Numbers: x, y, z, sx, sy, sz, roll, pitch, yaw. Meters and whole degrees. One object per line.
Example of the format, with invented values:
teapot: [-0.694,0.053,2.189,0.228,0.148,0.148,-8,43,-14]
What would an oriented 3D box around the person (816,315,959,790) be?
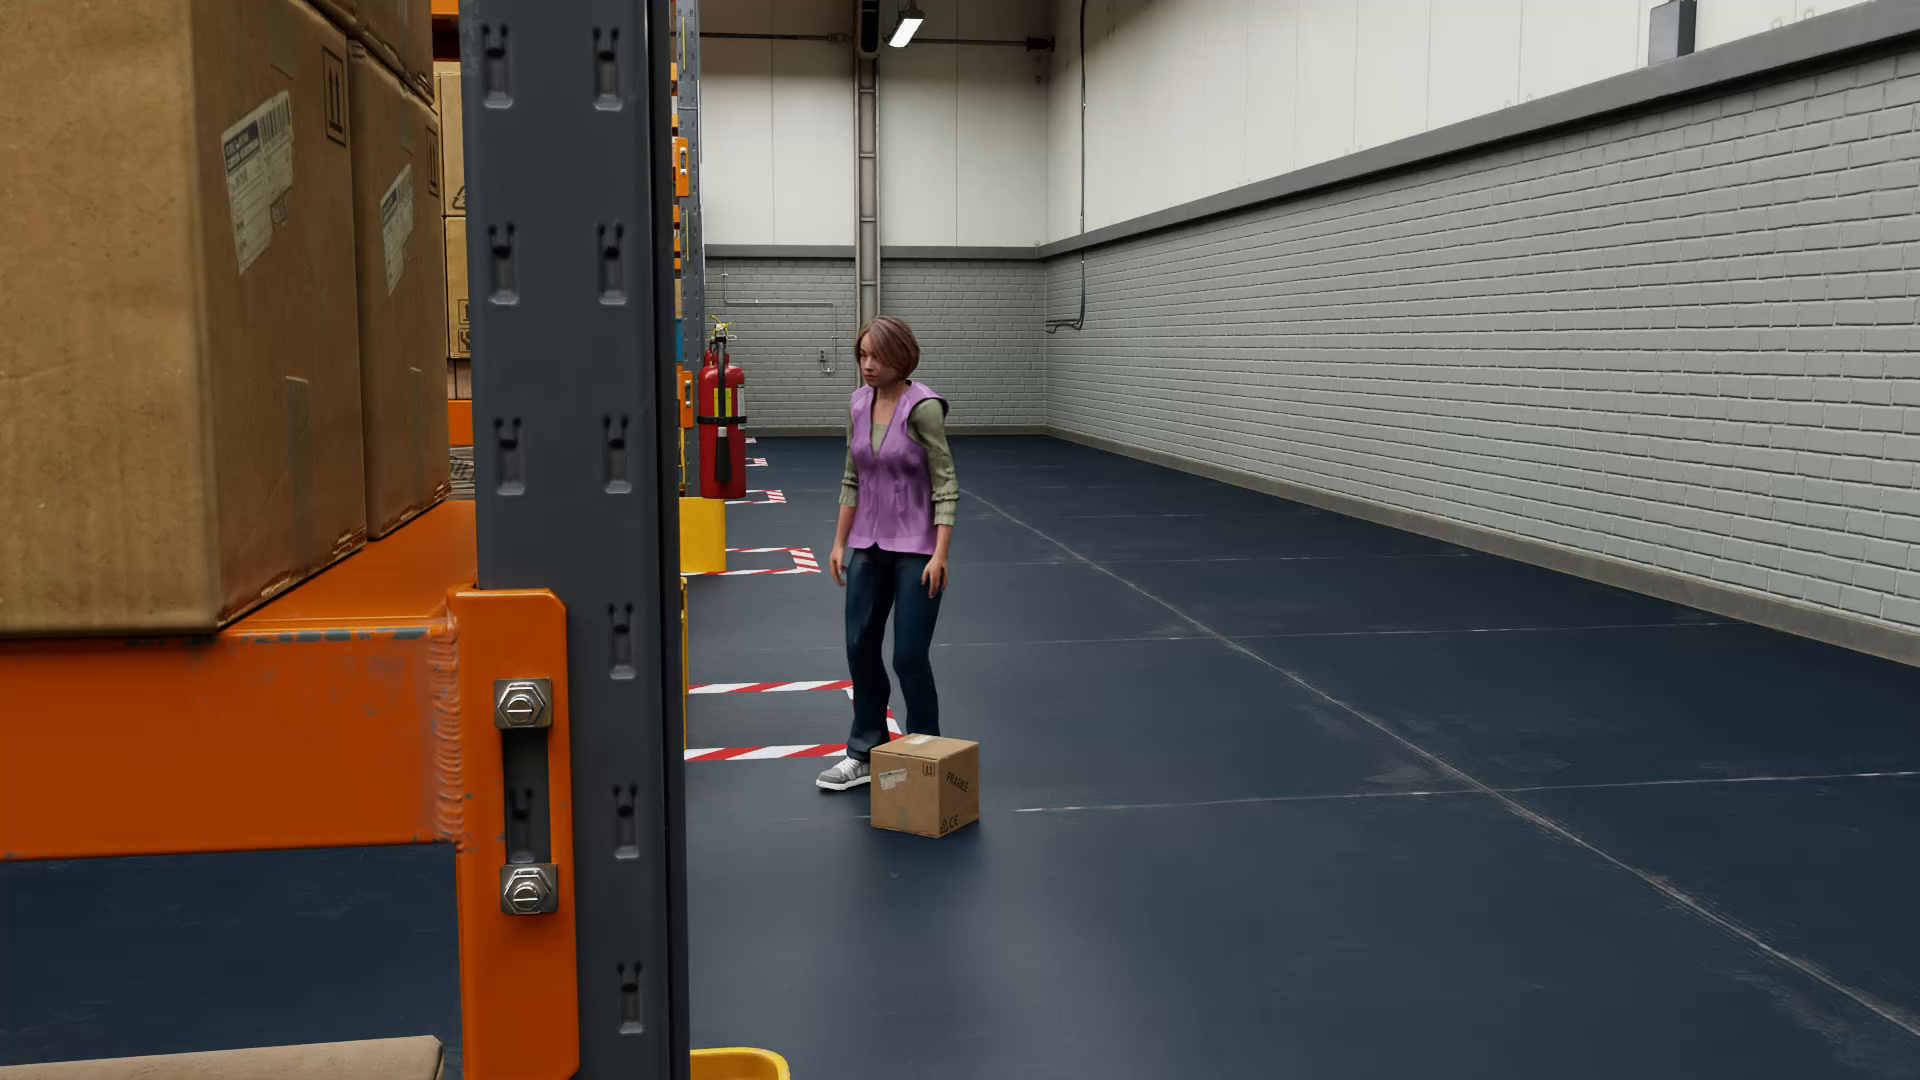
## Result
person: [-0.220,0.059,5.522,0.481,1.594,0.343,5,8,35]
